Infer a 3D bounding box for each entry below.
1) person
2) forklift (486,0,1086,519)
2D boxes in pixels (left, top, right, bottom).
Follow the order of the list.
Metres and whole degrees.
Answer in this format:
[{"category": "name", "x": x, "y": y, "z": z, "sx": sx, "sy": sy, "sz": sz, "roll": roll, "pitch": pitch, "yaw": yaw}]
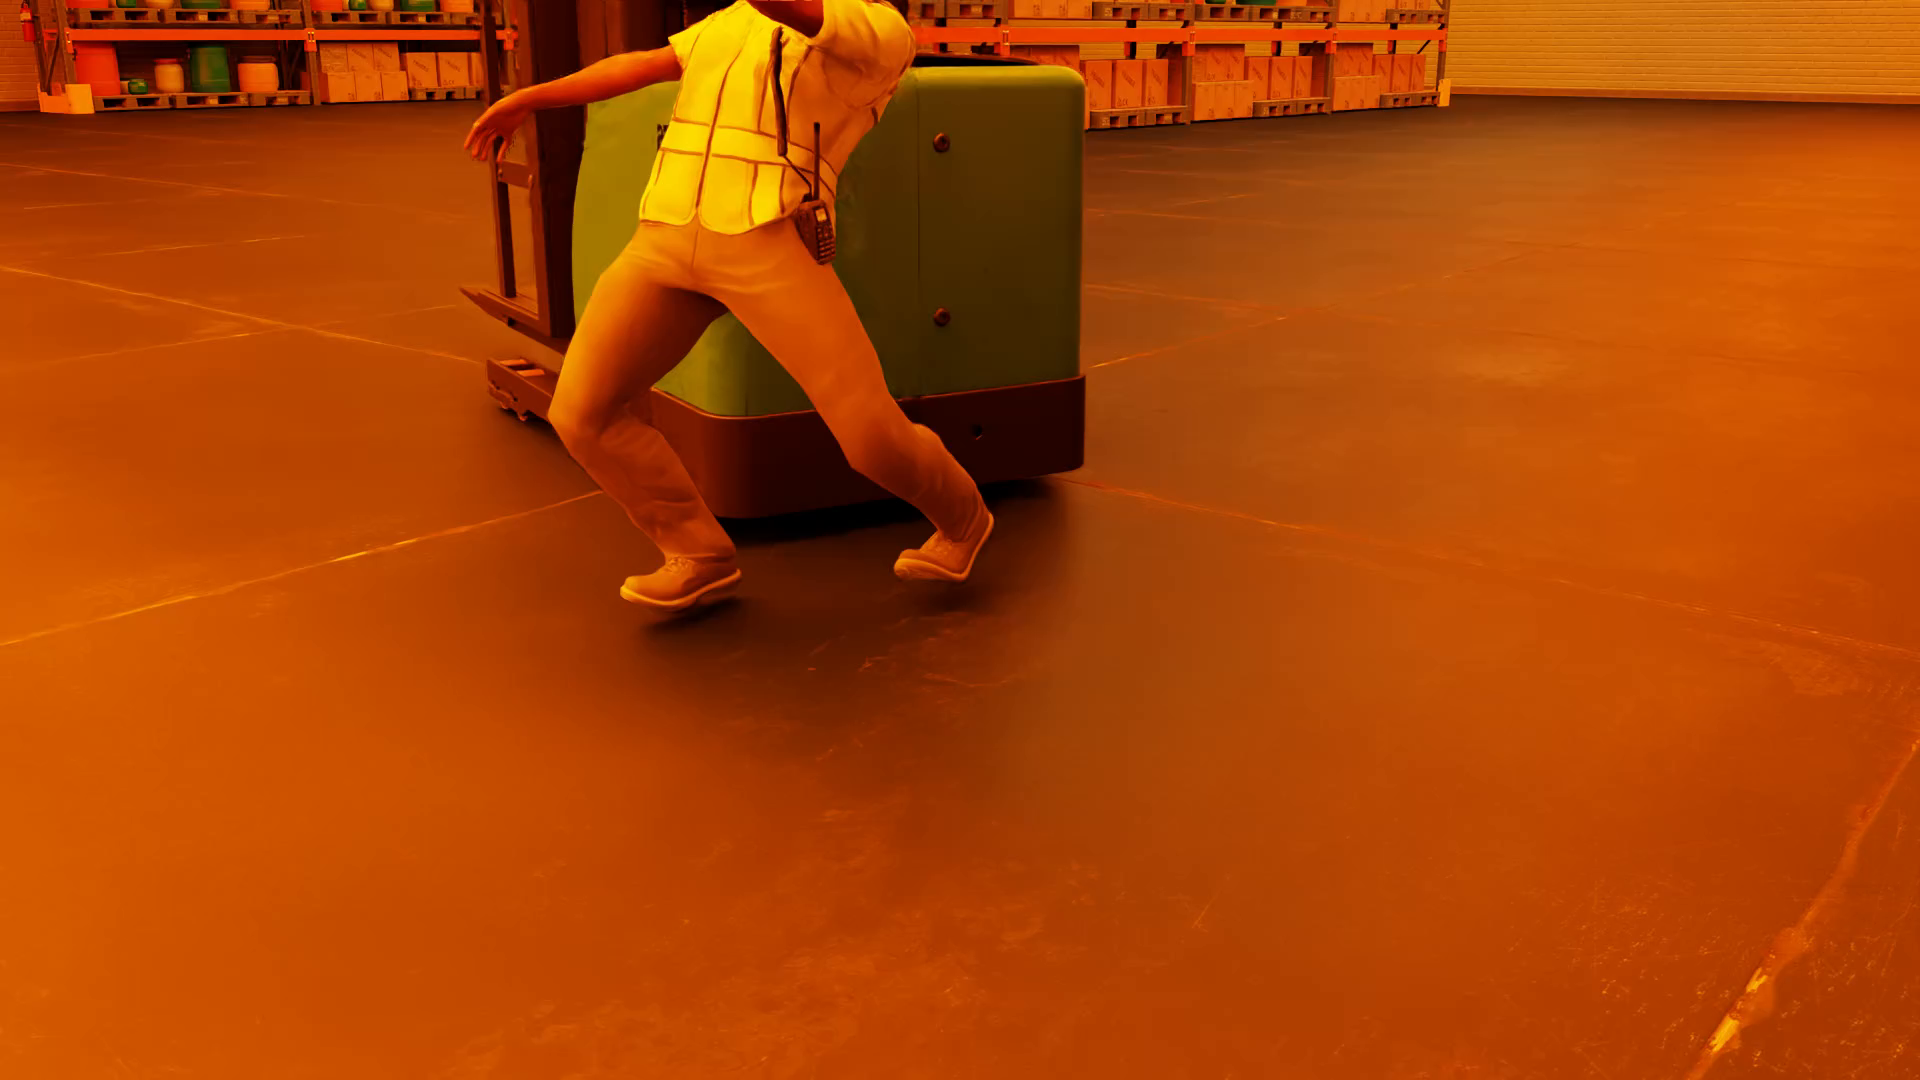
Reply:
[{"category": "person", "x": -0.365, "y": -0.607, "z": 3.242, "sx": 0.745, "sy": 1.384, "sz": 0.589, "roll": 8, "pitch": 19, "yaw": 24}, {"category": "forklift", "x": -0.854, "y": -1.827, "z": 4.913, "sx": 1.130, "sy": 2.935, "sz": 3.031, "roll": -10, "pitch": 19, "yaw": -29}]
